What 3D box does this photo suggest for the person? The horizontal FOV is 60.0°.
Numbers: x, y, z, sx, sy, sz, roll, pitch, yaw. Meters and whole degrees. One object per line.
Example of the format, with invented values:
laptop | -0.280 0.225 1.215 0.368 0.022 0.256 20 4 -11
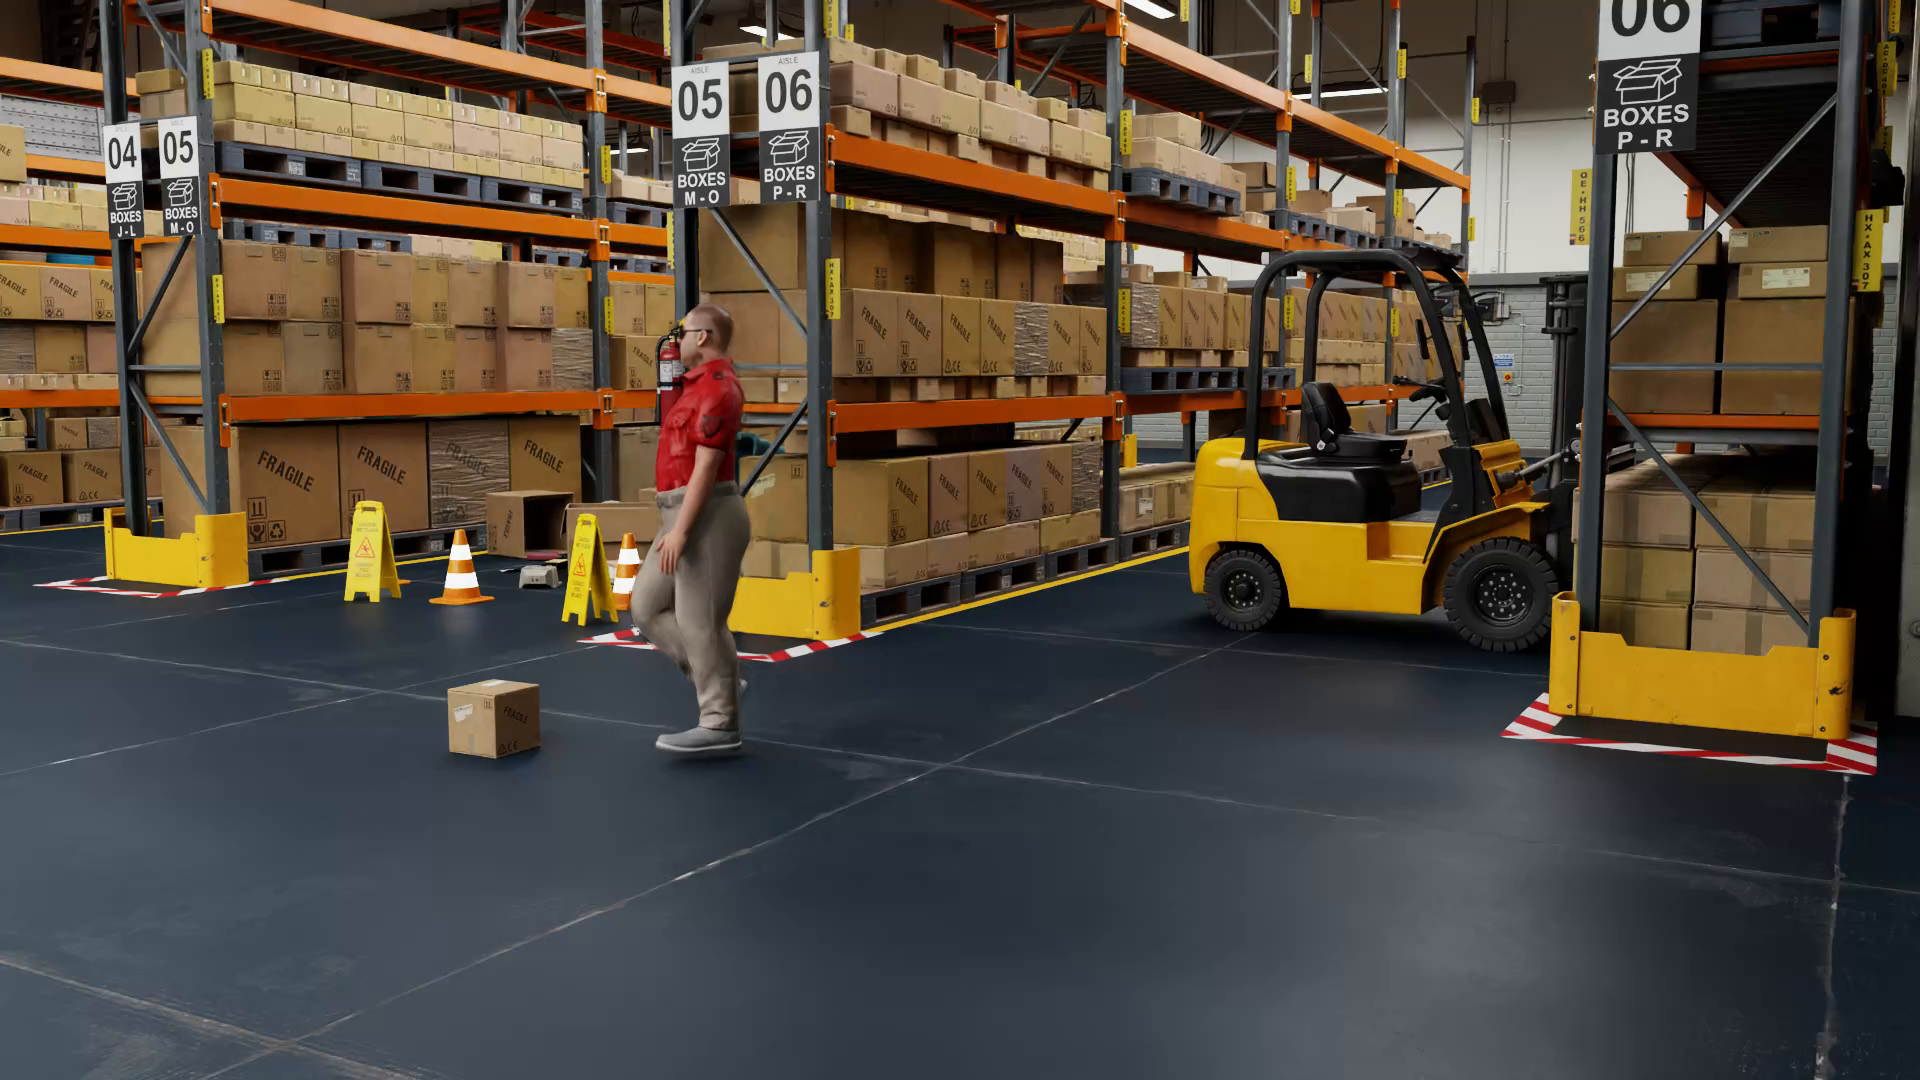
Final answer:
person | -1.026 -0.021 6.386 0.452 1.755 0.543 -2 6 -17
